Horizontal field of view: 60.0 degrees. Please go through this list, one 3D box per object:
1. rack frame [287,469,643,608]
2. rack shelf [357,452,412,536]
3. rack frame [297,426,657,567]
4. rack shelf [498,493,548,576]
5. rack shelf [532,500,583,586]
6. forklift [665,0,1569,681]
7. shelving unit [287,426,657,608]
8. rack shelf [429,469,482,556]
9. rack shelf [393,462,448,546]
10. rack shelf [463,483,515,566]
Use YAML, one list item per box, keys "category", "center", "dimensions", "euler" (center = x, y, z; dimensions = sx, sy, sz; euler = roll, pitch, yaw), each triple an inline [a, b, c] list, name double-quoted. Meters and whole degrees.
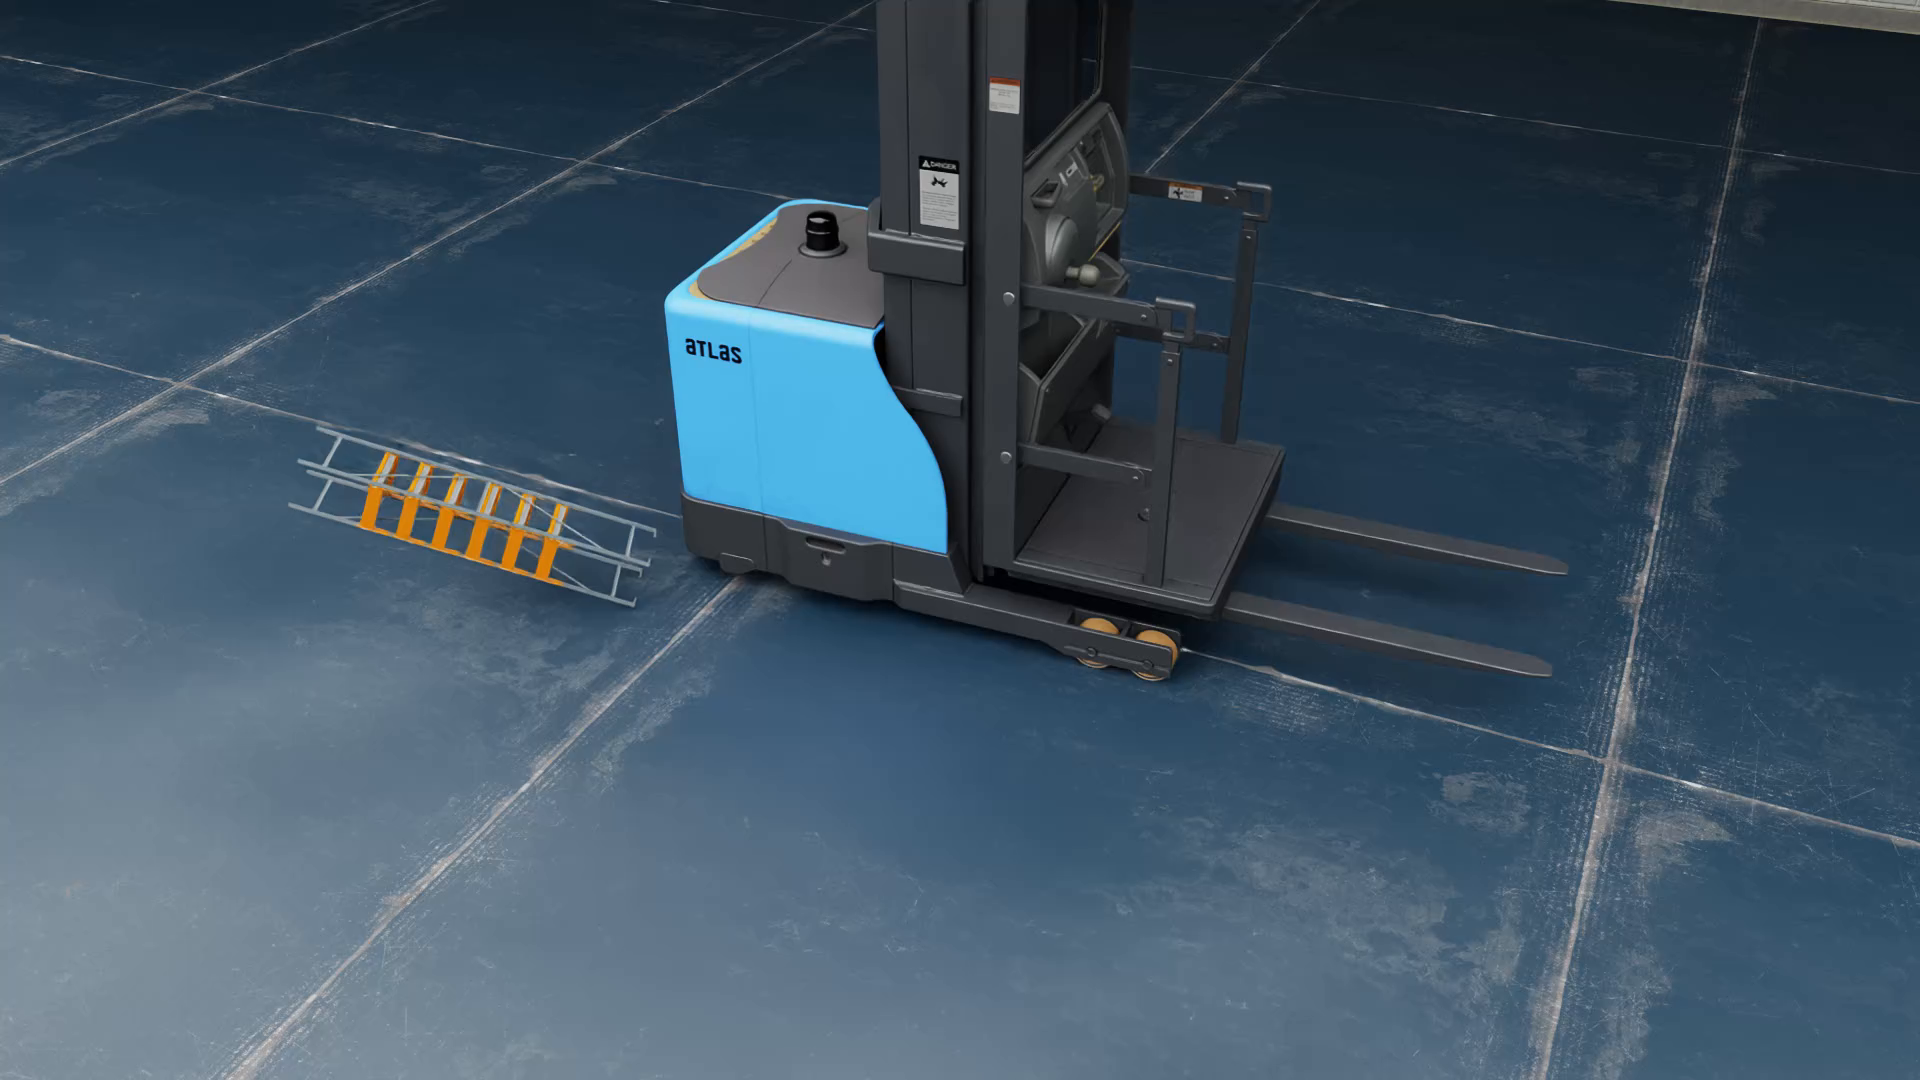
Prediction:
- category: "rack frame"
  center: [-1.710, -0.004, 5.832]
  dimensions: [1.200, 0.006, 0.240]
  euler: [17, 31, -14]
- category: "rack shelf"
  center: [-1.968, -0.168, 5.712]
  dimensions: [0.103, 0.180, 0.258]
  euler: [17, 31, -14]
- category: "rack frame"
  center: [-1.642, -0.147, 5.742]
  dimensions: [1.200, 0.006, 0.240]
  euler: [17, 31, -14]
- category: "rack shelf"
  center: [-1.524, -0.028, 5.826]
  dimensions: [0.103, 0.180, 0.258]
  euler: [17, 31, -14]
- category: "rack shelf"
  center: [-1.413, 0.007, 5.855]
  dimensions: [0.103, 0.180, 0.258]
  euler: [17, 31, -14]
- category: "forklift"
  center: [0.562, -1.088, 5.236]
  dimensions: [3.031, 2.935, 1.130]
  euler: [12, 35, 18]
- category: "shelving unit"
  center: [-1.676, -0.076, 5.787]
  dimensions: [1.200, 0.189, 0.258]
  euler: [17, 31, -14]
- category: "rack shelf"
  center: [-1.746, -0.098, 5.769]
  dimensions: [0.103, 0.180, 0.258]
  euler: [17, 31, -14]
- category: "rack shelf"
  center: [-1.857, -0.133, 5.740]
  dimensions: [0.103, 0.180, 0.258]
  euler: [17, 31, -14]
- category: "rack shelf"
  center: [-1.635, -0.063, 5.797]
  dimensions: [0.103, 0.180, 0.258]
  euler: [17, 31, -14]
